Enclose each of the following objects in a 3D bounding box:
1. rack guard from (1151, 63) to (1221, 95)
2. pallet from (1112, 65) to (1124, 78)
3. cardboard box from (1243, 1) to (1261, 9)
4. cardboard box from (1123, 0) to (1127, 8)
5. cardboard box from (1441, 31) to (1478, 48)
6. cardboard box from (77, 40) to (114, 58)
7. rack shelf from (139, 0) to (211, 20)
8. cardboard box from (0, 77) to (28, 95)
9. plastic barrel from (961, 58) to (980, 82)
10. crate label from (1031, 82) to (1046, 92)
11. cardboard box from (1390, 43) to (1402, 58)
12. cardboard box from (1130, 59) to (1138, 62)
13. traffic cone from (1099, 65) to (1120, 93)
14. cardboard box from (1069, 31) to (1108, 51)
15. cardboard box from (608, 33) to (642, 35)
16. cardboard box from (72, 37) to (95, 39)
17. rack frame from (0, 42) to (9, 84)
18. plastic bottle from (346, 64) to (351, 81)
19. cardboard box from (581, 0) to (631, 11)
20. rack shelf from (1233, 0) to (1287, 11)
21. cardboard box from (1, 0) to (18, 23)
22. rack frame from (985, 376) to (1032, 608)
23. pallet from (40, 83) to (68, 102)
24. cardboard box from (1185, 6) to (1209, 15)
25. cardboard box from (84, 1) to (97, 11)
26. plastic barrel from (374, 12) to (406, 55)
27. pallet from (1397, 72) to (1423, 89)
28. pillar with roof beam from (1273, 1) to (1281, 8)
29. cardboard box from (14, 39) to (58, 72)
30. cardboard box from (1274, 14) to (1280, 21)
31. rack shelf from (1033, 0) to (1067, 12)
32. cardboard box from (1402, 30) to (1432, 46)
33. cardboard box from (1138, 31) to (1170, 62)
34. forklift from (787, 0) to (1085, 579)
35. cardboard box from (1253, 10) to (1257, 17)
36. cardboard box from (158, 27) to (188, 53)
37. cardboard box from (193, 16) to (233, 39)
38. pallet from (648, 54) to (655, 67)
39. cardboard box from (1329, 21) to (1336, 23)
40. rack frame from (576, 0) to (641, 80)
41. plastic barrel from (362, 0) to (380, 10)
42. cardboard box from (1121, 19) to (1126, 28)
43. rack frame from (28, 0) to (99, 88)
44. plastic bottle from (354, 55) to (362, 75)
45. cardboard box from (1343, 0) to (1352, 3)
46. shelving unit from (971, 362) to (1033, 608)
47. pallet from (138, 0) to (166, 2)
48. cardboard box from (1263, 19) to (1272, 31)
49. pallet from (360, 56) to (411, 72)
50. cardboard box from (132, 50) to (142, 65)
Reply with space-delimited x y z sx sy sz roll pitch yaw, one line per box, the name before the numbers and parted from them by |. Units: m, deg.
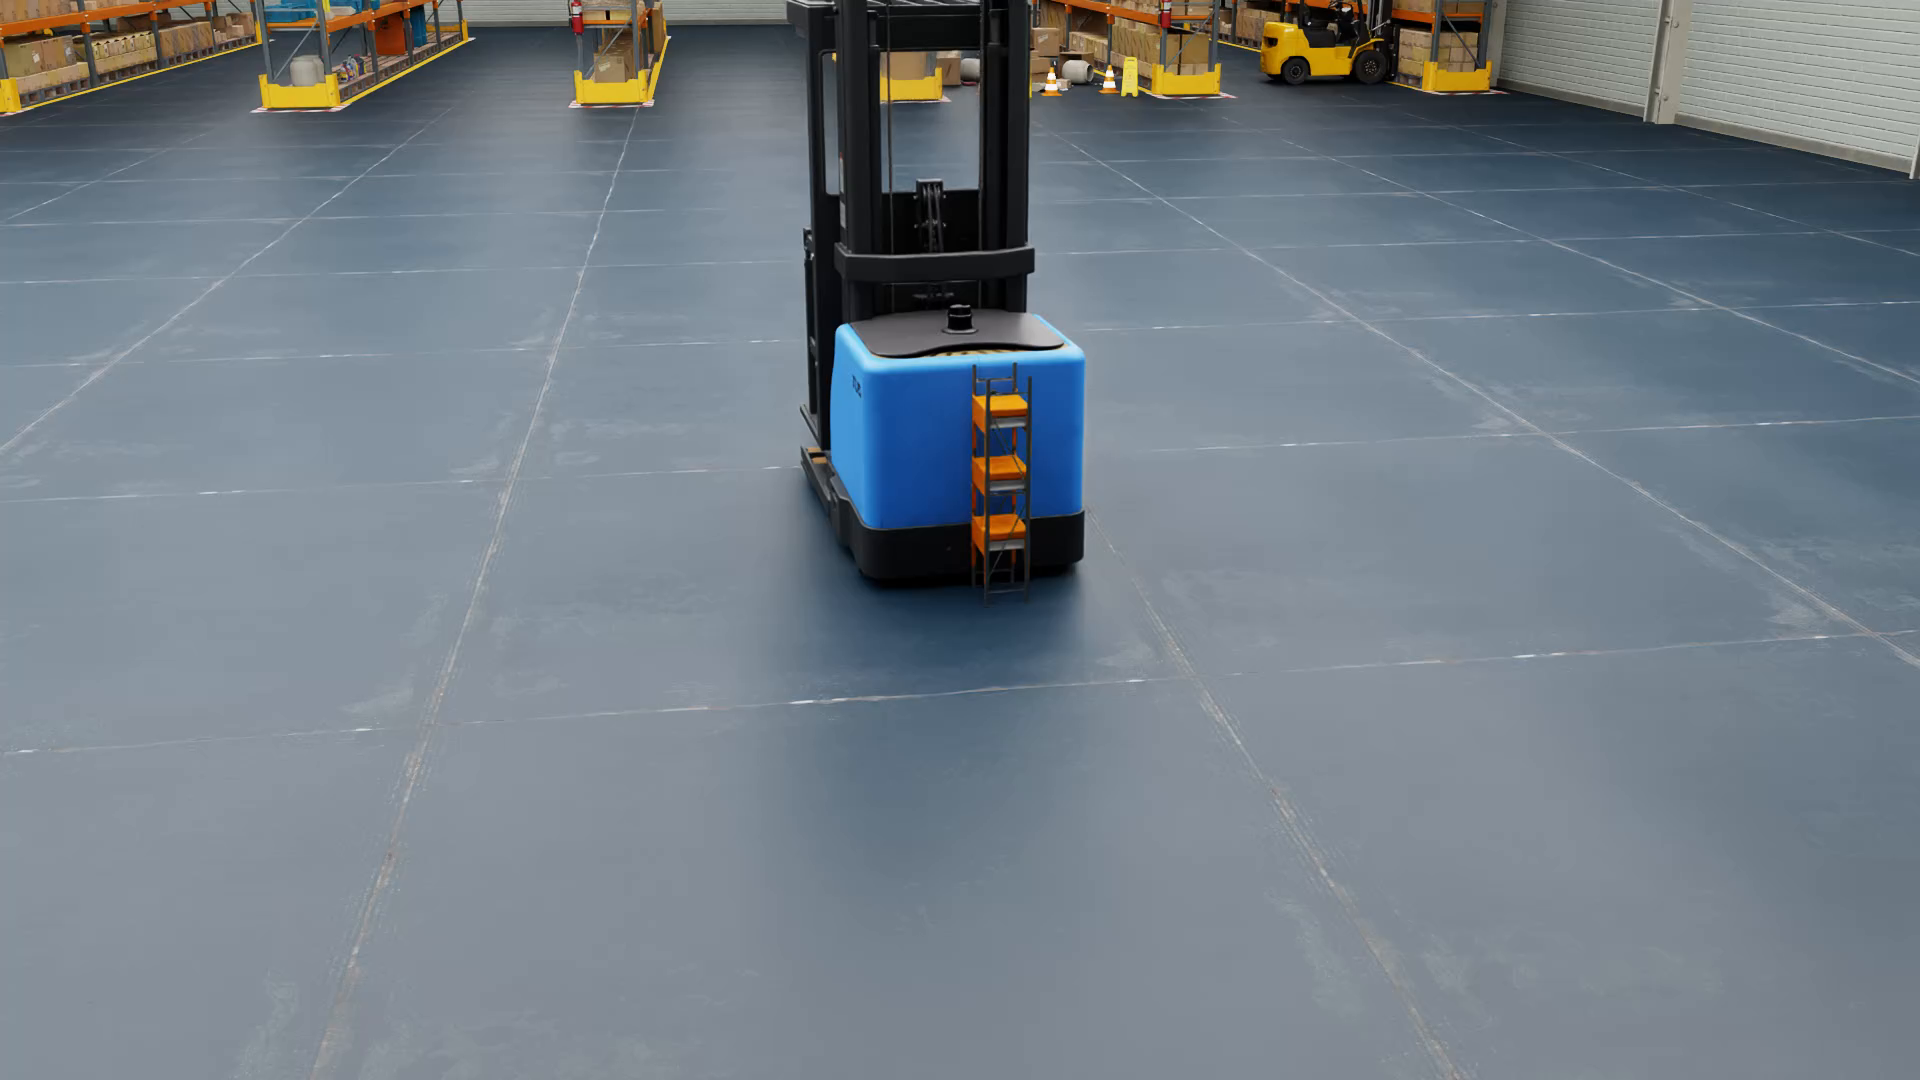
rack guard | 3.969 -8.099 29.186 1.175 0.500 0.348 -3 21 -8
pallet | 3.535 -9.092 32.257 1.003 0.211 1.213 -3 21 -8
cardboard box | 7.035 -12.894 40.072 0.380 0.149 0.250 -4 21 -10
cardboard box | 3.289 -10.123 31.392 0.380 0.149 0.250 -2 21 -6
cardboard box | 9.009 -9.048 30.056 0.500 0.250 0.500 -3 21 -9
cardboard box | -16.086 -9.131 30.905 0.500 0.311 0.500 -3 21 -8
rack shelf | -17.071 -11.371 35.402 1.077 0.370 4.000 -3 21 -8
cardboard box | -15.487 -7.351 26.941 0.500 0.250 0.500 -3 21 -8
plastic barrel | 0.201 -8.822 31.231 0.512 0.421 0.421 12 24 30
crate label | 1.418 -8.082 29.659 0.250 0.136 0.298 -15 25 -35
cardboard box | 8.355 -9.143 31.024 0.500 0.250 0.500 -3 21 -9
cardboard box | 3.450 -8.779 30.765 0.500 0.250 0.500 -4 21 -10
traffic cone | 2.642 -8.139 29.347 0.336 0.463 0.334 -3 21 -8
cardboard box | 2.898 -10.783 35.956 0.950 0.372 0.625 -4 21 -11
cardboard box | -6.682 -9.931 33.461 0.700 0.500 0.500 -1 21 -3
cardboard box | -16.768 -9.455 31.771 0.500 0.311 0.500 -3 21 -8
rack frame | -15.630 -8.246 26.006 1.000 3.000 0.127 -3 21 -8
plastic bottle | -10.730 -8.184 29.112 0.097 0.271 0.097 0 20 0
cardboard box | -5.878 -9.122 27.784 0.875 0.500 0.500 -3 21 -8
rack shelf | 7.450 -12.621 38.748 1.077 0.370 4.000 -3 21 -8
cardboard box | -15.765 -8.636 26.909 0.700 0.500 0.500 -2 21 -6
rack frame | 0.208 -0.198 7.246 0.200 1.050 0.008 -5 21 -12
pallet | -15.954 -7.624 28.326 1.003 0.211 1.213 -3 21 -8
cardboard box | 4.136 -9.254 29.065 0.380 0.149 0.250 -3 21 -8
cardboard box | -16.132 -9.830 30.607 0.380 0.149 0.250 -3 21 -8
plastic barrel | -11.968 -10.613 34.845 0.600 0.830 0.708 -3 21 -8
pallet | 8.740 -8.452 30.543 1.003 0.211 1.213 -3 21 -8
pillar with roof beam | 3.693 -16.530 39.613 9.100 9.000 0.400 -3 21 -8
cardboard box | -15.701 -8.222 28.201 0.500 0.500 0.500 -3 21 -8
cardboard box | 7.346 -11.846 37.691 0.380 0.149 0.250 -4 21 -11
rack shelf | 2.539 -12.369 38.075 1.077 0.370 4.000 -3 21 -8
cardboard box | 8.437 -9.193 30.442 0.500 0.250 0.500 -3 21 -7
cardboard box | 3.528 -8.948 30.146 0.500 0.500 0.500 -2 21 -6
forklift | -0.255 -1.677 8.518 1.130 2.935 3.031 -5 21 -12
cardboard box | 7.167 -12.479 39.387 0.380 0.149 0.250 -3 21 -8
cardboard box | -16.714 -10.578 35.193 0.500 0.500 0.500 -3 21 -8
cardboard box | -17.635 -12.087 39.231 0.797 0.503 0.637 -3 21 -8
pallet | -6.868 -9.937 34.520 1.003 0.211 1.213 -3 21 -8
cardboard box | 8.014 -10.674 35.302 0.875 0.625 0.625 -4 21 -10
rack frame | -5.826 -8.744 27.340 1.000 3.000 0.127 -3 21 -8
plastic barrel | -11.060 -10.263 30.691 0.600 0.901 0.708 -3 21 -8
cardboard box | 3.256 -9.751 31.366 0.380 0.149 0.250 -2 21 -6
rack frame | -16.206 -9.631 29.714 1.000 3.000 0.127 -3 21 -8
plastic bottle | -10.898 -8.569 30.030 0.144 0.351 0.185 -4 21 -10
cardboard box | 7.983 -10.971 33.518 0.500 0.250 0.500 -2 21 -7
shelving unit | 0.180 -0.240 7.357 0.215 1.050 0.252 -5 21 -12
pallet | -16.950 -11.157 34.075 1.213 0.211 1.003 -3 21 -8
cardboard box | 7.325 -11.781 38.445 0.500 0.500 0.500 -2 21 -5
pallet | -11.808 -9.688 33.852 1.003 0.211 1.213 -3 21 -8
cardboard box | -16.318 -9.402 32.431 0.500 0.250 0.500 -2 21 -7
